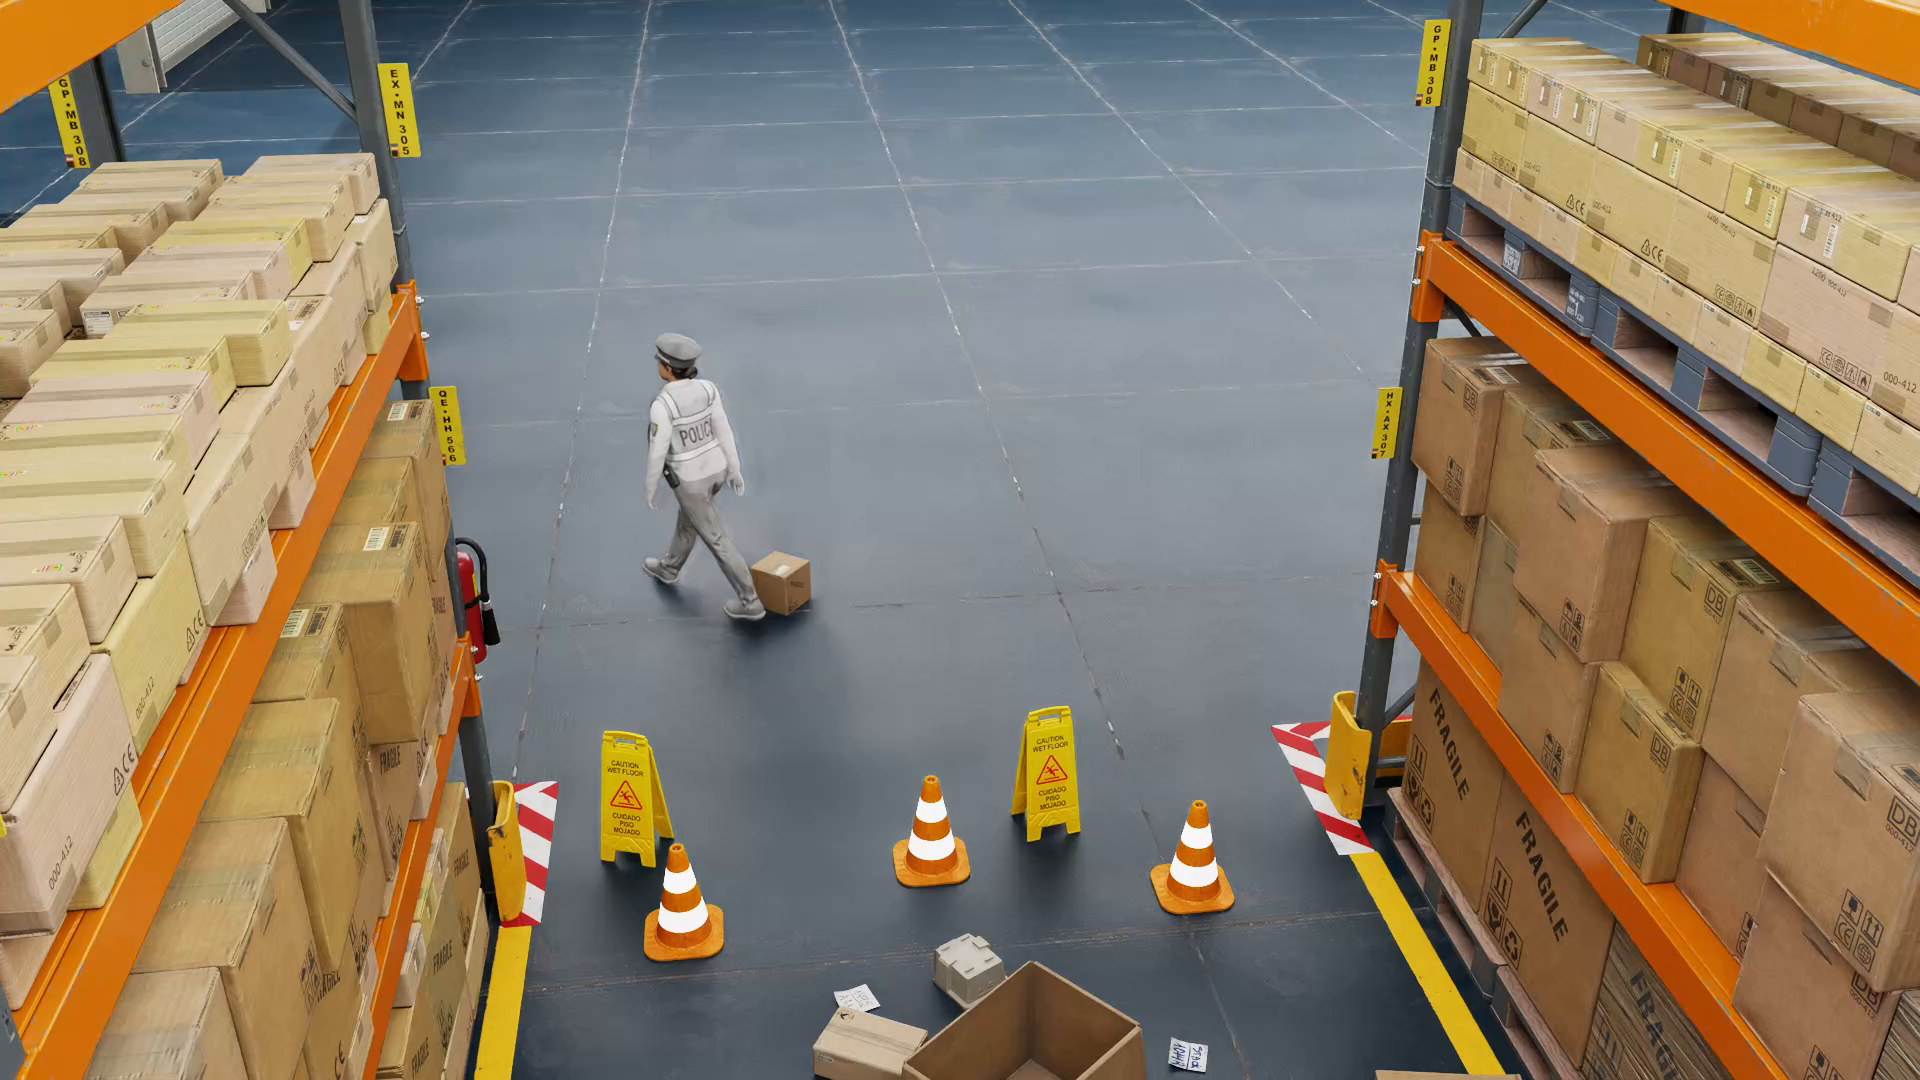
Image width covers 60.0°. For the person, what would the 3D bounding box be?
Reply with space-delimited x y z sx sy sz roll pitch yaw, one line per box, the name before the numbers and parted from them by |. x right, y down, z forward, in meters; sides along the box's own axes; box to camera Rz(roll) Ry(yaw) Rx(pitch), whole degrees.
person | -1.537 -0.373 9.304 1.002 1.607 0.510 16 31 28
